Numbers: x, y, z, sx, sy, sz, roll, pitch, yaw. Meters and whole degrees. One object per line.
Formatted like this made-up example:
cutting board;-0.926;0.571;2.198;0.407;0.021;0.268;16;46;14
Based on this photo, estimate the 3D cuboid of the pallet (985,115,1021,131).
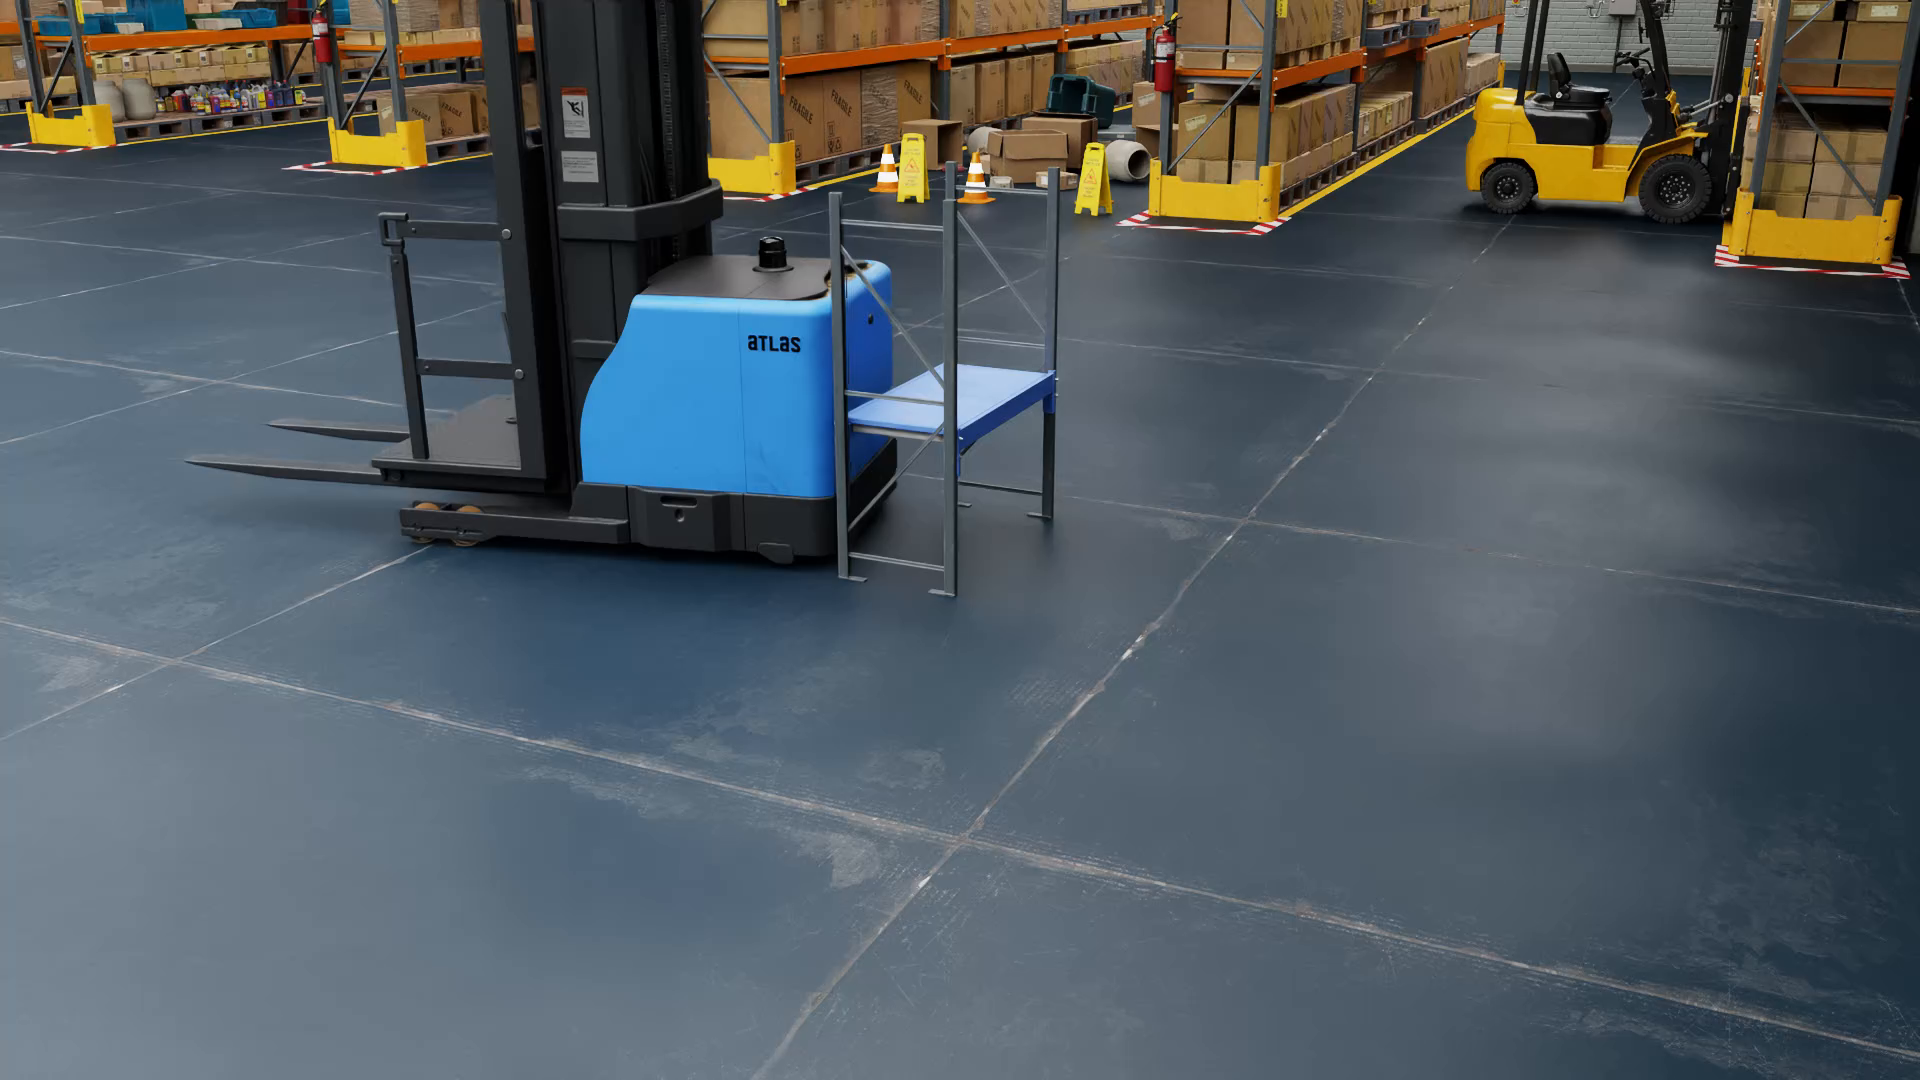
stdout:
pallet;0.133;-5.564;22.299;1.003;0.211;1.213;9;21;23

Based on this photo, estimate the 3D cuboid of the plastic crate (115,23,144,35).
plastic crate;-10.592;-6.531;21.249;0.298;0.136;0.250;9;21;23

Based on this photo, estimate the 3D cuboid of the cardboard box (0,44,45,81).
cardboard box;-14.338;-7.262;25.269;0.500;0.500;0.500;9;21;23

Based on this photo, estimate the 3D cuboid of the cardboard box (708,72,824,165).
cardboard box;-2.033;-4.448;17.542;0.875;0.875;0.875;9;21;23

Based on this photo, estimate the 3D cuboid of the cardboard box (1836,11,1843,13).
cardboard box;8.131;-4.493;14.976;0.500;0.500;0.500;8;21;21

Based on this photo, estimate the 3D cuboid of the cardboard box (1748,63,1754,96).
cardboard box;12.242;-6.870;24.914;0.700;0.500;0.500;8;21;21

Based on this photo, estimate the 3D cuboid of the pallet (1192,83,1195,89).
pallet;3.906;-8.345;30.119;1.003;0.211;1.213;9;21;23

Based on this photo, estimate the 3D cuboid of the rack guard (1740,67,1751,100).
rack guard;13.358;-7.396;27.020;1.175;0.500;0.348;9;21;23

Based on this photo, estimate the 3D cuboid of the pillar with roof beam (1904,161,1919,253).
pillar with roof beam;4.017;-7.213;13.820;9.100;9.000;0.400;9;21;23

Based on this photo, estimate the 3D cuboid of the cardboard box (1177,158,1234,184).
cardboard box;2.403;-3.580;16.035;0.500;0.250;0.500;8;21;22

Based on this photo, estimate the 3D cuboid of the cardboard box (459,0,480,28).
cardboard box;-6.144;-6.414;19.934;0.875;0.500;0.500;9;21;23

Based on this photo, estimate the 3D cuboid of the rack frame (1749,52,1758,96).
rack frame;11.751;-7.374;23.228;1.000;3.000;0.127;9;21;23

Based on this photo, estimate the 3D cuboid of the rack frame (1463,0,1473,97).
rack frame;7.221;-8.054;25.140;1.000;3.000;0.127;9;21;23

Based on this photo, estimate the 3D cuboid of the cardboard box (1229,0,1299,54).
cardboard box;2.754;-4.680;15.059;0.500;0.500;0.500;8;21;22

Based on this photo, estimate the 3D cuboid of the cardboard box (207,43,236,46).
cardboard box;-12.976;-8.599;29.310;0.500;0.311;0.500;9;22;25

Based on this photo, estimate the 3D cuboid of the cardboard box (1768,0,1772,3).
cardboard box;8.637;-5.664;17.302;0.380;0.149;0.250;8;21;21

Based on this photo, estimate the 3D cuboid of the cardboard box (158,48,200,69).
cardboard box;-13.107;-8.058;27.790;0.500;0.311;0.500;9;22;24

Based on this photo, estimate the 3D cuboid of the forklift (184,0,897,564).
forklift;-1.851;-1.520;6.868;3.031;2.935;1.130;4;20;12

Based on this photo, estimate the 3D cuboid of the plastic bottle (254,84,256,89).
plastic bottle;-10.155;-6.421;23.946;0.061;0.283;0.133;9;21;23

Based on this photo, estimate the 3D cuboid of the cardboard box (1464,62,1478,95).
cardboard box;7.576;-7.222;25.997;0.875;0.438;0.875;8;21;22

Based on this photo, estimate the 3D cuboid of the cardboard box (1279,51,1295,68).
cardboard box;2.908;-4.492;15.499;0.380;0.149;0.250;8;21;21

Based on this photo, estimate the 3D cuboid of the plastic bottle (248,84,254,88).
plastic bottle;-10.252;-6.432;23.987;0.152;0.276;0.135;9;22;25

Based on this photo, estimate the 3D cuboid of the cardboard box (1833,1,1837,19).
cardboard box;6.963;-4.356;13.625;0.380;0.149;0.250;9;21;24

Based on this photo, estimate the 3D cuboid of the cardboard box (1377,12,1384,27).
cardboard box;4.570;-5.889;18.800;0.380;0.149;0.250;9;21;24

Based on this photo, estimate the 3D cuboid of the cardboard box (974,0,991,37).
cardboard box;0.055;-6.583;20.852;0.500;0.500;0.500;9;21;23

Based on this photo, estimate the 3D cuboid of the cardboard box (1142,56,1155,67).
cardboard box;2.994;-7.915;27.487;0.380;0.149;0.250;10;22;25

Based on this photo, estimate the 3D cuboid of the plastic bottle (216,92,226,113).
plastic bottle;-10.085;-5.964;22.676;0.097;0.271;0.097;0;20;0

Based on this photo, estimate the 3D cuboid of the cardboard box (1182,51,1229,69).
cardboard box;2.265;-4.411;15.271;0.380;0.149;0.250;9;22;25

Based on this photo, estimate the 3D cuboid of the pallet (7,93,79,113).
pallet;-14.496;-6.778;25.712;1.003;0.211;1.213;9;21;23

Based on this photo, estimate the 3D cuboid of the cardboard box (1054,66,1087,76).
cardboard box;1.548;-6.681;24.383;0.500;0.500;0.500;8;21;20

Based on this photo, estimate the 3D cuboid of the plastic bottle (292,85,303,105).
plastic bottle;-9.510;-6.383;23.839;0.061;0.283;0.133;10;22;25

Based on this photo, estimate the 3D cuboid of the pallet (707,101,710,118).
pallet;-4.280;-6.267;24.277;1.003;0.211;1.213;9;21;23

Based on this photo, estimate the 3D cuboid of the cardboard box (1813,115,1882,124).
cardboard box;7.623;-3.505;14.333;0.500;0.250;0.500;8;21;22

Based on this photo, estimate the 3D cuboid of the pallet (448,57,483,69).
pallet;-10.075;-10.045;34.899;1.003;0.211;1.213;9;21;23

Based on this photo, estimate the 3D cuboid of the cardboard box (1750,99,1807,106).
cardboard box;7.772;-4.043;15.844;0.500;0.250;0.500;9;21;23

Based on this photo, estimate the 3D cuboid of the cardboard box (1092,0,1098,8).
cardboard box;1.829;-7.997;24.728;0.380;0.149;0.250;9;22;24

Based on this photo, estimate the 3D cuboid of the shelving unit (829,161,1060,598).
shelving unit;-0.035;-0.681;6.644;0.538;1.500;1.048;9;21;23

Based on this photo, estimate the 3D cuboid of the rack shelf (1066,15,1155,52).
rack shelf;1.845;-7.752;25.364;1.077;0.370;4.000;9;21;23

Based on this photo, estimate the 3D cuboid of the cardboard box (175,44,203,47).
cardboard box;-15.885;-10.149;33.613;0.750;0.750;0.750;9;22;24

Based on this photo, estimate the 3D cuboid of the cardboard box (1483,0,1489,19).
cardboard box;8.072;-8.513;26.282;0.500;0.500;0.500;9;21;23

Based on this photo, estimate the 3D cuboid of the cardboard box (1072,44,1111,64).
cardboard box;1.951;-7.335;25.103;0.500;0.250;0.500;9;21;23

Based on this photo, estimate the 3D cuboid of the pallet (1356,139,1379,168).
pallet;4.263;-4.533;19.401;1.003;0.211;1.213;9;21;23

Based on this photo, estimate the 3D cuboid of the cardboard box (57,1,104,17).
cardboard box;-13.970;-8.415;26.378;0.500;0.250;0.500;10;22;26

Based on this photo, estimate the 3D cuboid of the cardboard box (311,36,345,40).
cardboard box;-11.891;-9.584;31.396;0.500;0.250;0.500;8;21;22

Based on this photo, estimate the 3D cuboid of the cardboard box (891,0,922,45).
cardboard box;-0.957;-6.042;19.258;0.875;0.550;0.550;9;21;23

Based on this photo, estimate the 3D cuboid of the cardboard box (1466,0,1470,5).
cardboard box;7.263;-8.051;24.609;0.500;0.250;0.500;9;21;23

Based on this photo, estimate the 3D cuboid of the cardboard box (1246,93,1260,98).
cardboard box;2.821;-4.236;16.760;0.500;0.500;0.500;8;21;21

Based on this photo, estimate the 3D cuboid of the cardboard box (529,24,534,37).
cardboard box;-5.473;-6.369;20.776;0.380;0.149;0.250;9;21;23

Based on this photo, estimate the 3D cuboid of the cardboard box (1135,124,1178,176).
cardboard box;2.265;-4.291;18.286;0.500;0.500;0.500;-9;22;-24

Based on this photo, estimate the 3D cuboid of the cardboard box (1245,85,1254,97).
cardboard box;2.702;-4.506;16.553;0.380;0.149;0.250;10;22;25

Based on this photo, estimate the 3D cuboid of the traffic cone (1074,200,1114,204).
traffic cone;1.307;-3.499;16.118;0.336;0.463;0.334;9;21;23
